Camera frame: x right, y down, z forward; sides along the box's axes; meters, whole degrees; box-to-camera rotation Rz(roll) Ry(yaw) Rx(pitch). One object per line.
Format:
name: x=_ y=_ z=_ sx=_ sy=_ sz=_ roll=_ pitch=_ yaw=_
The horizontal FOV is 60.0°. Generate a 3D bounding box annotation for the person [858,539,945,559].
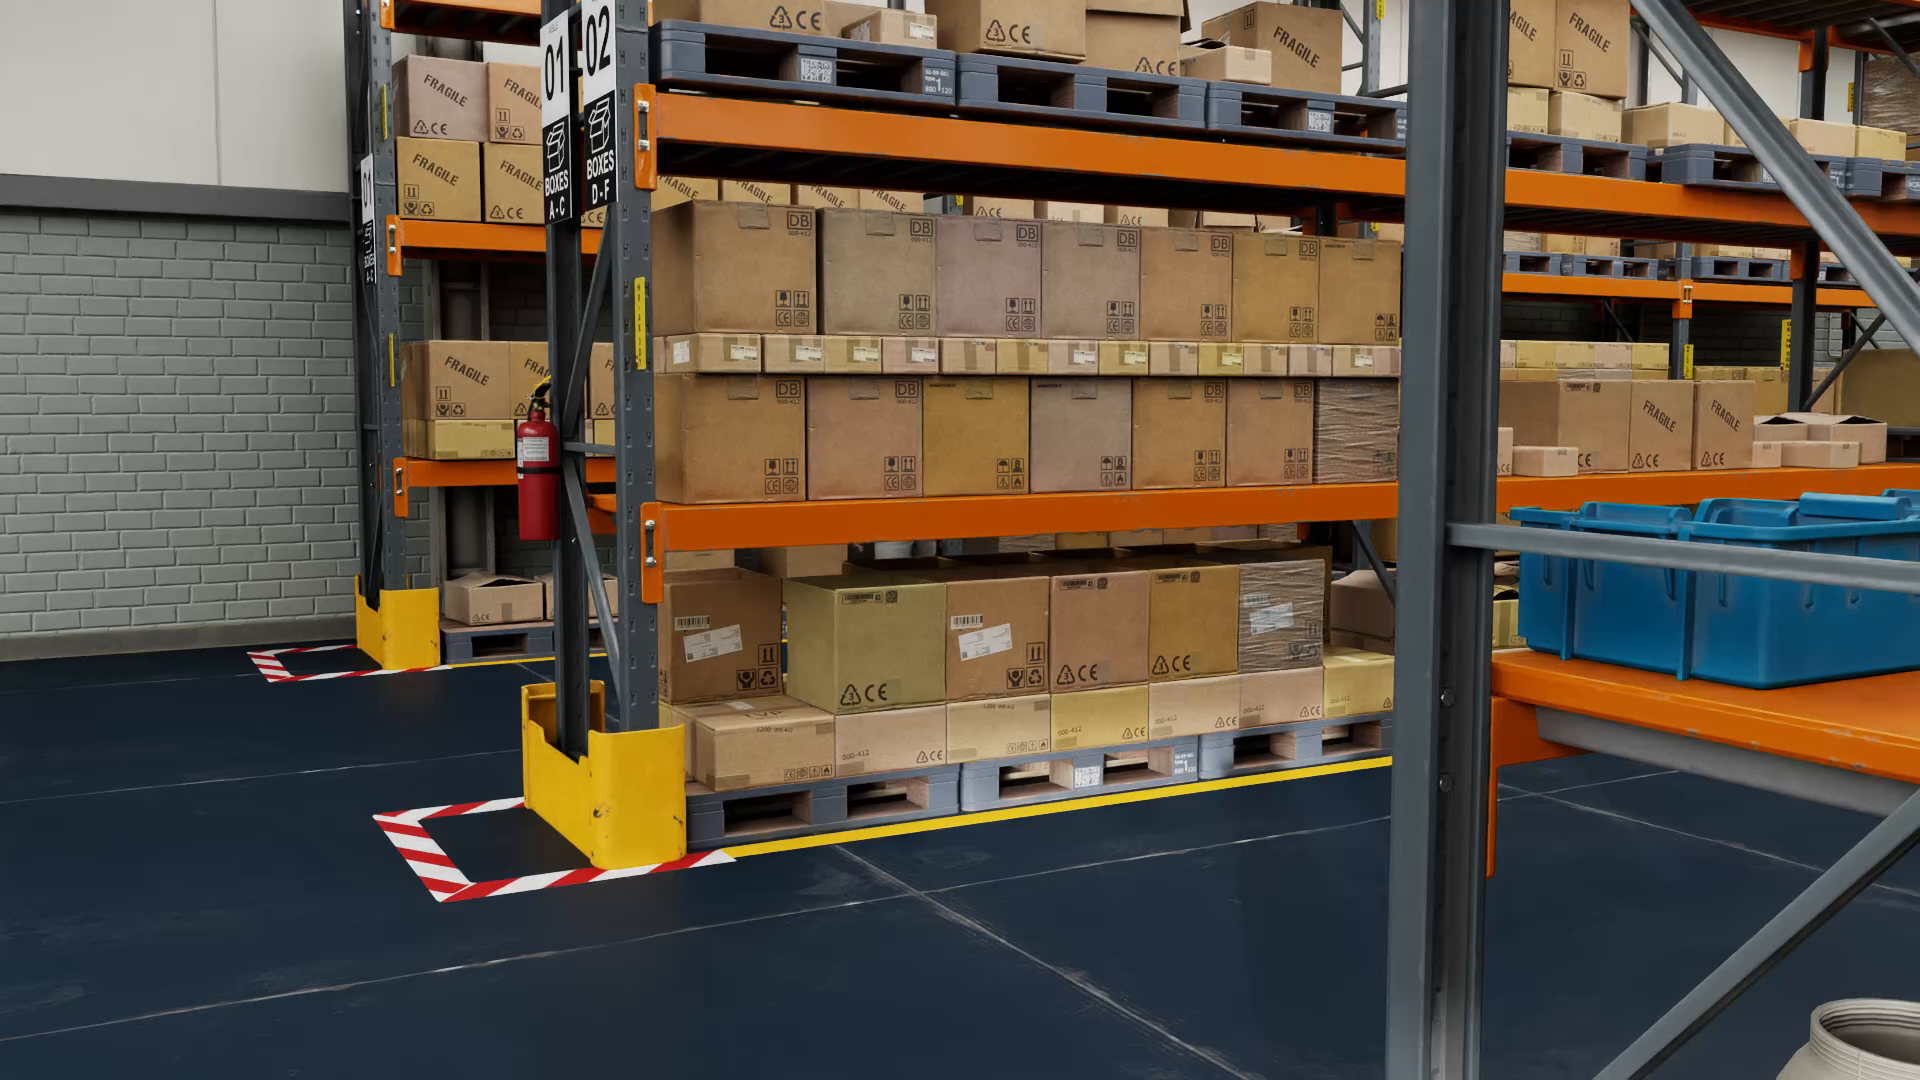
person: x=-0.364 y=-0.095 z=10.665 sx=0.610 sy=1.757 sz=0.400 roll=-4 pitch=6 yaw=-37
